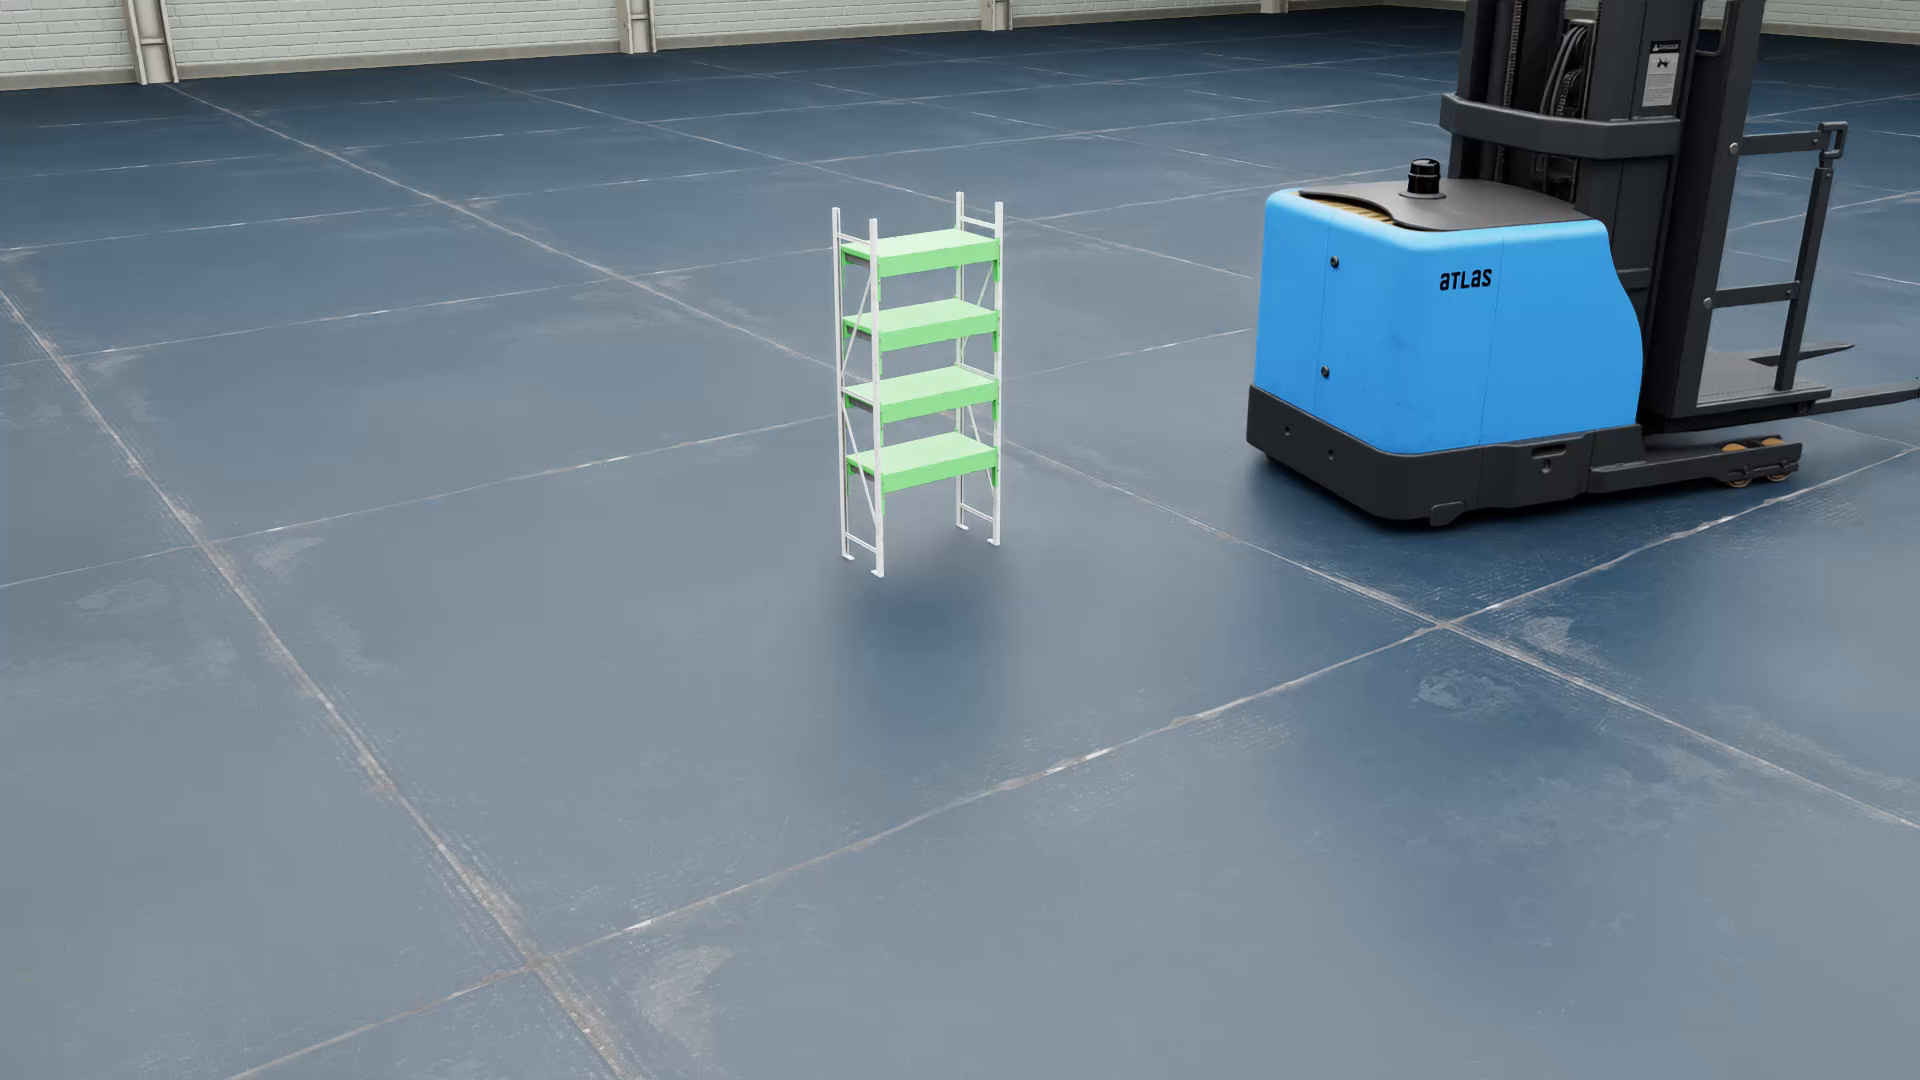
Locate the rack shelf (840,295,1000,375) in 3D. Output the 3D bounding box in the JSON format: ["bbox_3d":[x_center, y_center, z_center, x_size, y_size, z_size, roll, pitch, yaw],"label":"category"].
[{"bbox_3d":[-0.134,-0.685,5.519,0.480,0.148,0.258,-15,26,-33],"label":"rack shelf"}]

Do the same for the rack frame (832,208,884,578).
[{"bbox_3d":[-0.332,-0.469,5.452,0.015,1.200,0.240,-15,26,-33],"label":"rack frame"}]

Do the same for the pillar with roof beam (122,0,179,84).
[{"bbox_3d":[-6.667,-8.126,14.117,0.400,9.000,9.100,-15,26,-33],"label":"pillar with roof beam"}]

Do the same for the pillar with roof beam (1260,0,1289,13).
[{"bbox_3d":[7.944,-12.022,23.881,0.400,9.000,9.100,-15,26,-33],"label":"pillar with roof beam"}]

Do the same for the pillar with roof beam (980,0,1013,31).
[{"bbox_3d":[3.073,-10.723,20.627,0.400,9.000,9.100,-15,26,-33],"label":"pillar with roof beam"}]

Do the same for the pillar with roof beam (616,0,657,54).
[{"bbox_3d":[-1.797,-9.424,17.372,0.400,9.000,9.100,-15,26,-33],"label":"pillar with roof beam"}]

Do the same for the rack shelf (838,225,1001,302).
[{"bbox_3d":[-0.134,-0.908,5.430,0.480,0.148,0.258,-15,26,-33],"label":"rack shelf"}]

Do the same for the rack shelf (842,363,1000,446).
[{"bbox_3d":[-0.134,-0.462,5.608,0.480,0.148,0.258,-15,26,-33],"label":"rack shelf"}]

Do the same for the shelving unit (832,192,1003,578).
[{"bbox_3d":[-0.134,-0.521,5.584,0.503,1.200,0.258,-15,26,-33],"label":"shelving unit"}]

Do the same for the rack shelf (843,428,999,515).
[{"bbox_3d":[-0.134,-0.239,5.697,0.480,0.148,0.258,-15,26,-33],"label":"rack shelf"}]

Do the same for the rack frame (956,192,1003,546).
[{"bbox_3d":[0.064,-0.574,5.717,0.015,1.200,0.240,-15,26,-33],"label":"rack frame"}]

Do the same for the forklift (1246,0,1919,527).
[{"bbox_3d":[2.724,-1.736,6.292,3.031,2.935,1.130,-8,23,-20],"label":"forklift"}]
